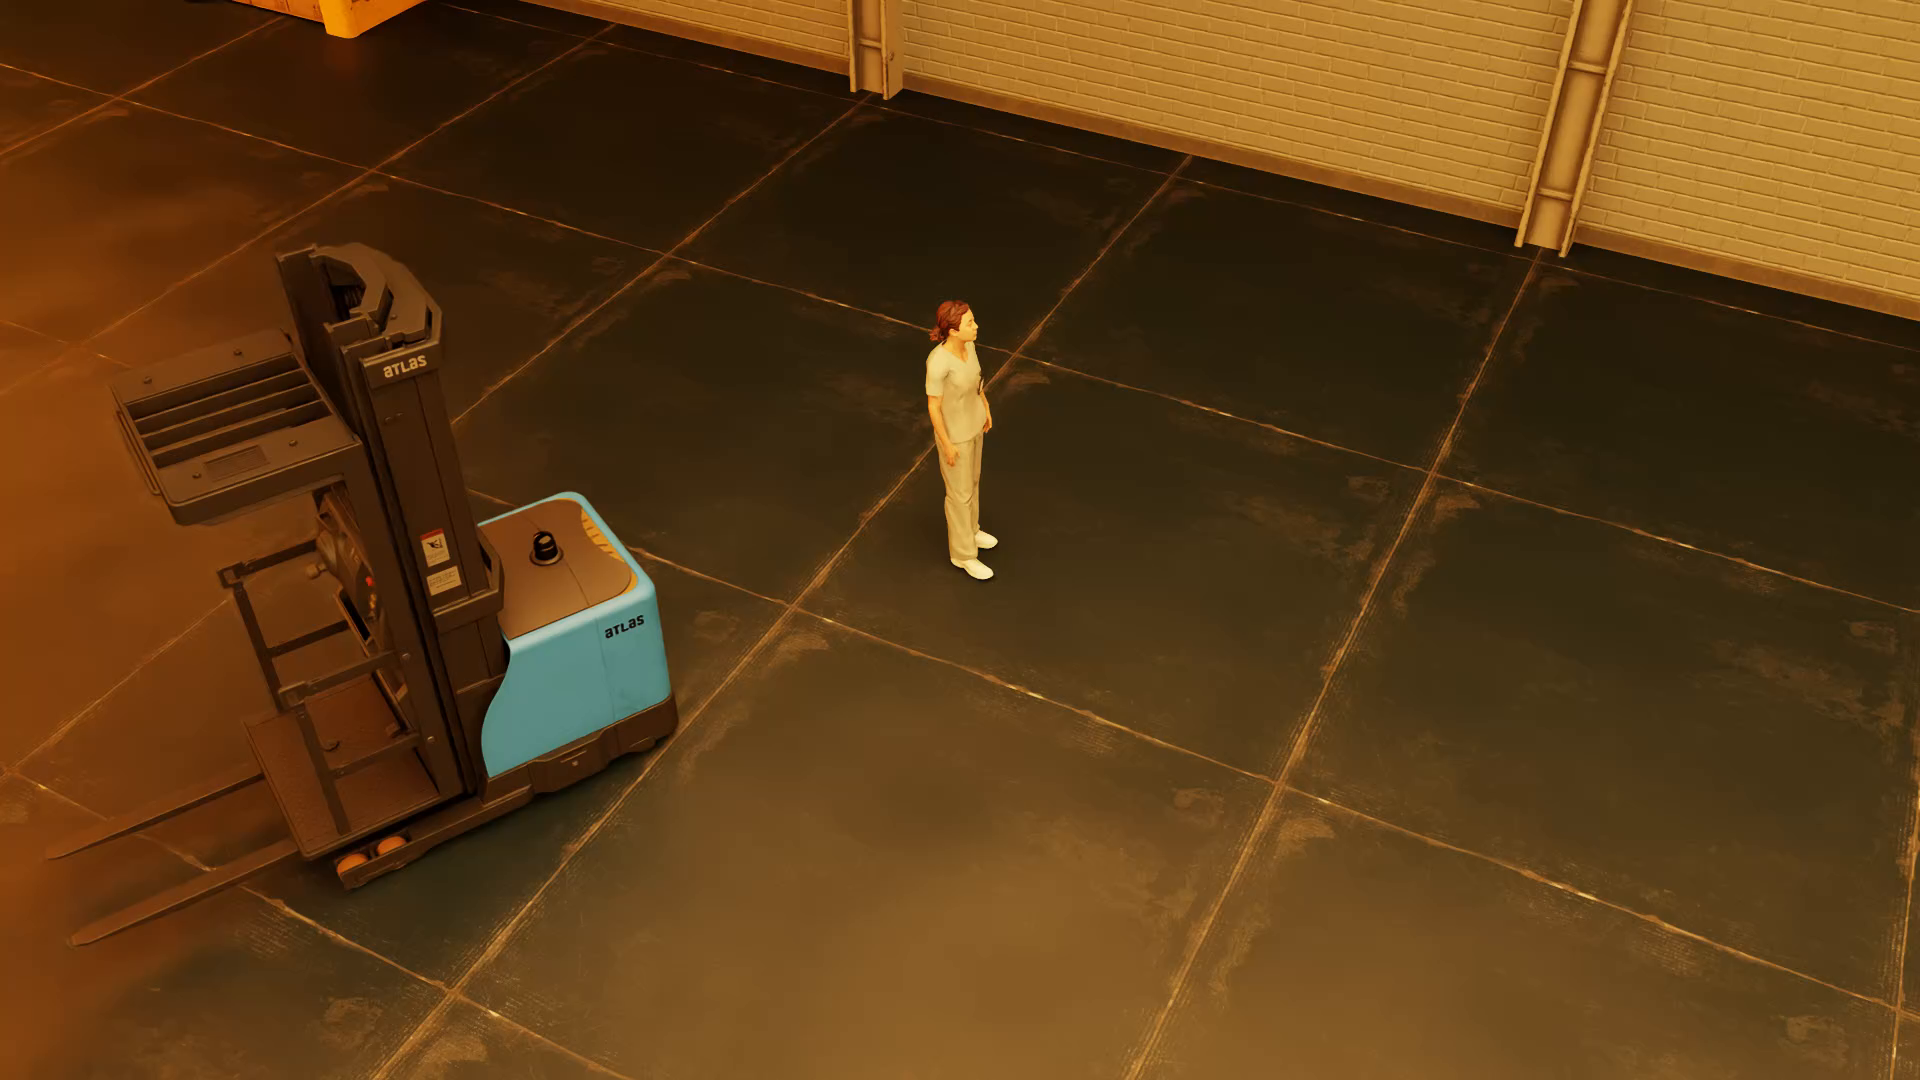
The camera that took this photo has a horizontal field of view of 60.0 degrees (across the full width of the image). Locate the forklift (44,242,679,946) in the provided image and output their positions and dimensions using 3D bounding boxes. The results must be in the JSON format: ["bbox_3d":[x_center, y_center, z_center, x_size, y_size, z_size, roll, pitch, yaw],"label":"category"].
[{"bbox_3d":[-3.027,0.204,7.744,3.031,2.935,1.130,-23,45,-25],"label":"forklift"}]

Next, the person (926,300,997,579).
[{"bbox_3d":[0.059,-0.617,9.682,0.548,1.673,0.549,18,43,21],"label":"person"}]
